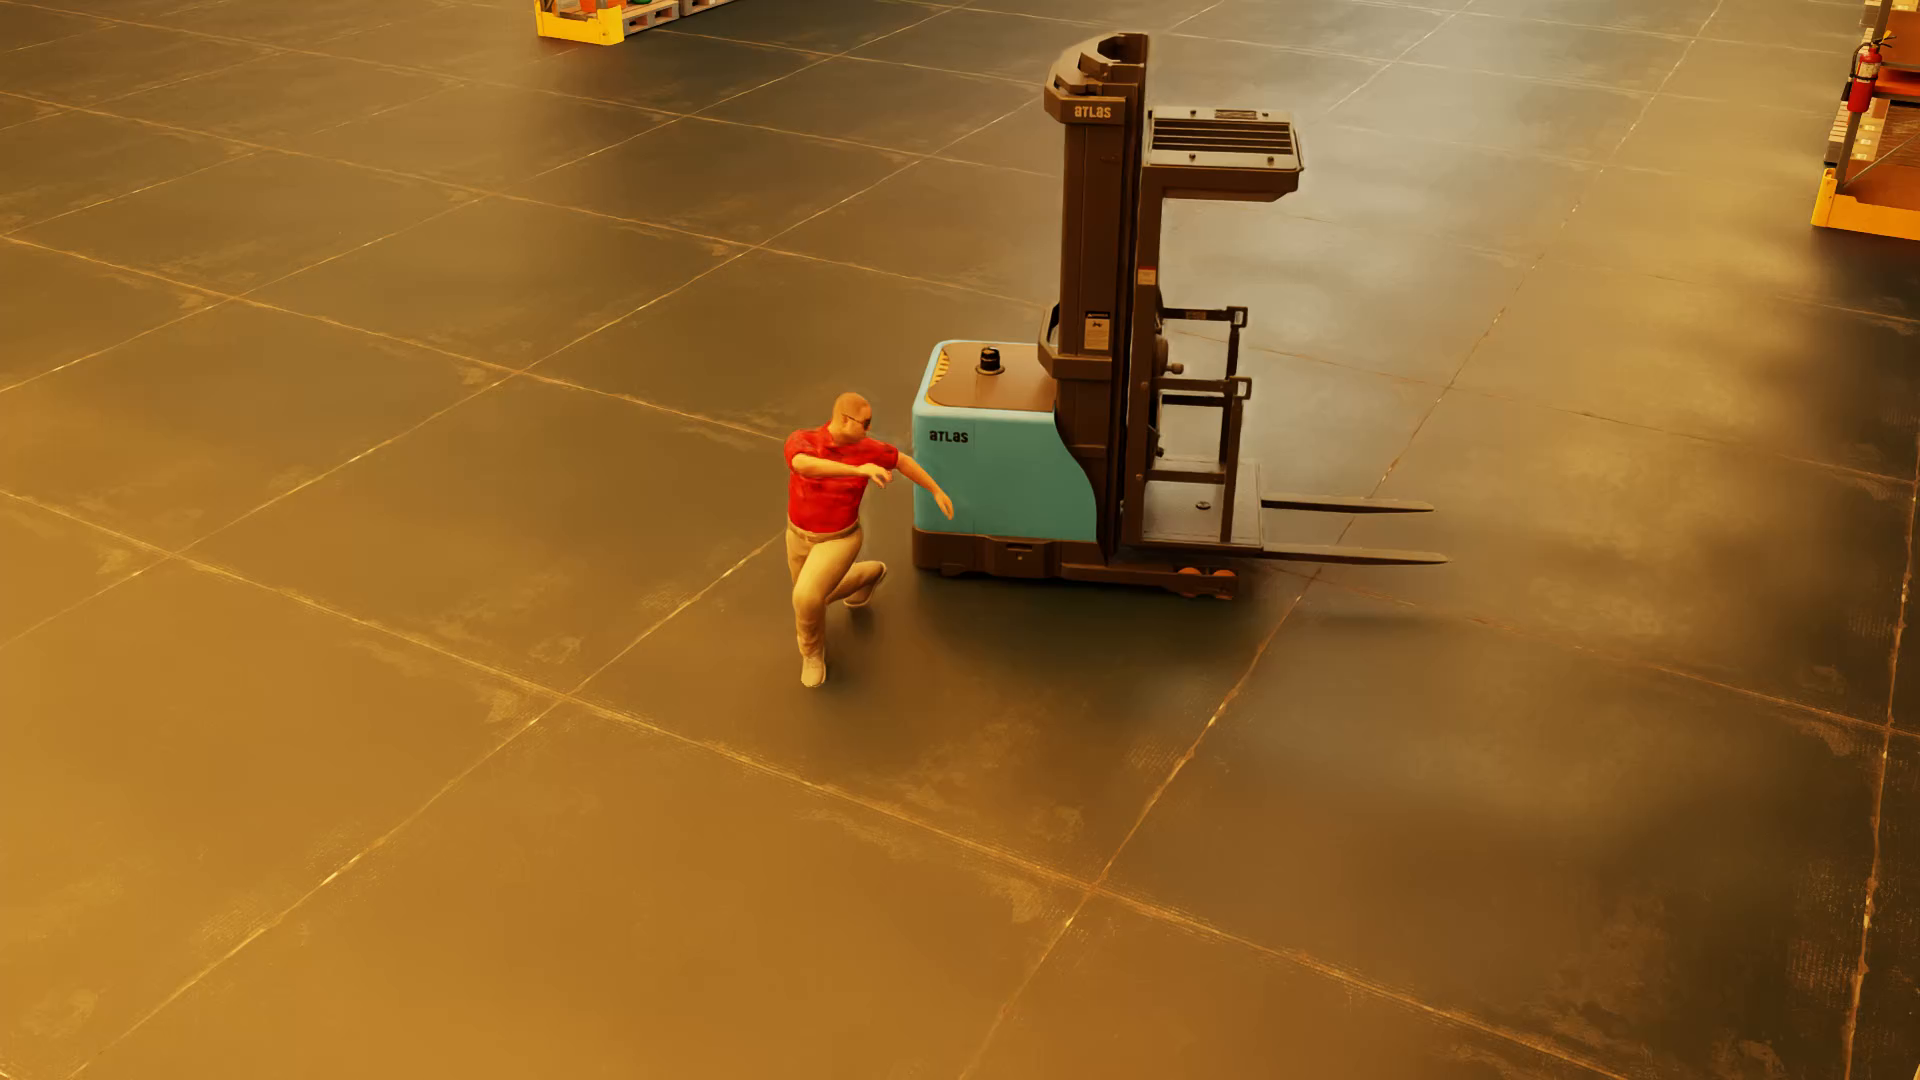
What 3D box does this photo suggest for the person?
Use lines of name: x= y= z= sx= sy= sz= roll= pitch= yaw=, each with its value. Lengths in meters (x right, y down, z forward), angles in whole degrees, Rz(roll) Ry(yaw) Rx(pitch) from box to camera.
person: x=-0.513 y=-0.055 z=8.695 sx=0.812 sy=1.483 sz=0.975 roll=7 pitch=31 yaw=11

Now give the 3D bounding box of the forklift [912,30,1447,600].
forklift: x=1.278 y=-1.215 z=9.176 sx=3.031 sy=2.935 sz=1.130 roll=4 pitch=30 yaw=6
